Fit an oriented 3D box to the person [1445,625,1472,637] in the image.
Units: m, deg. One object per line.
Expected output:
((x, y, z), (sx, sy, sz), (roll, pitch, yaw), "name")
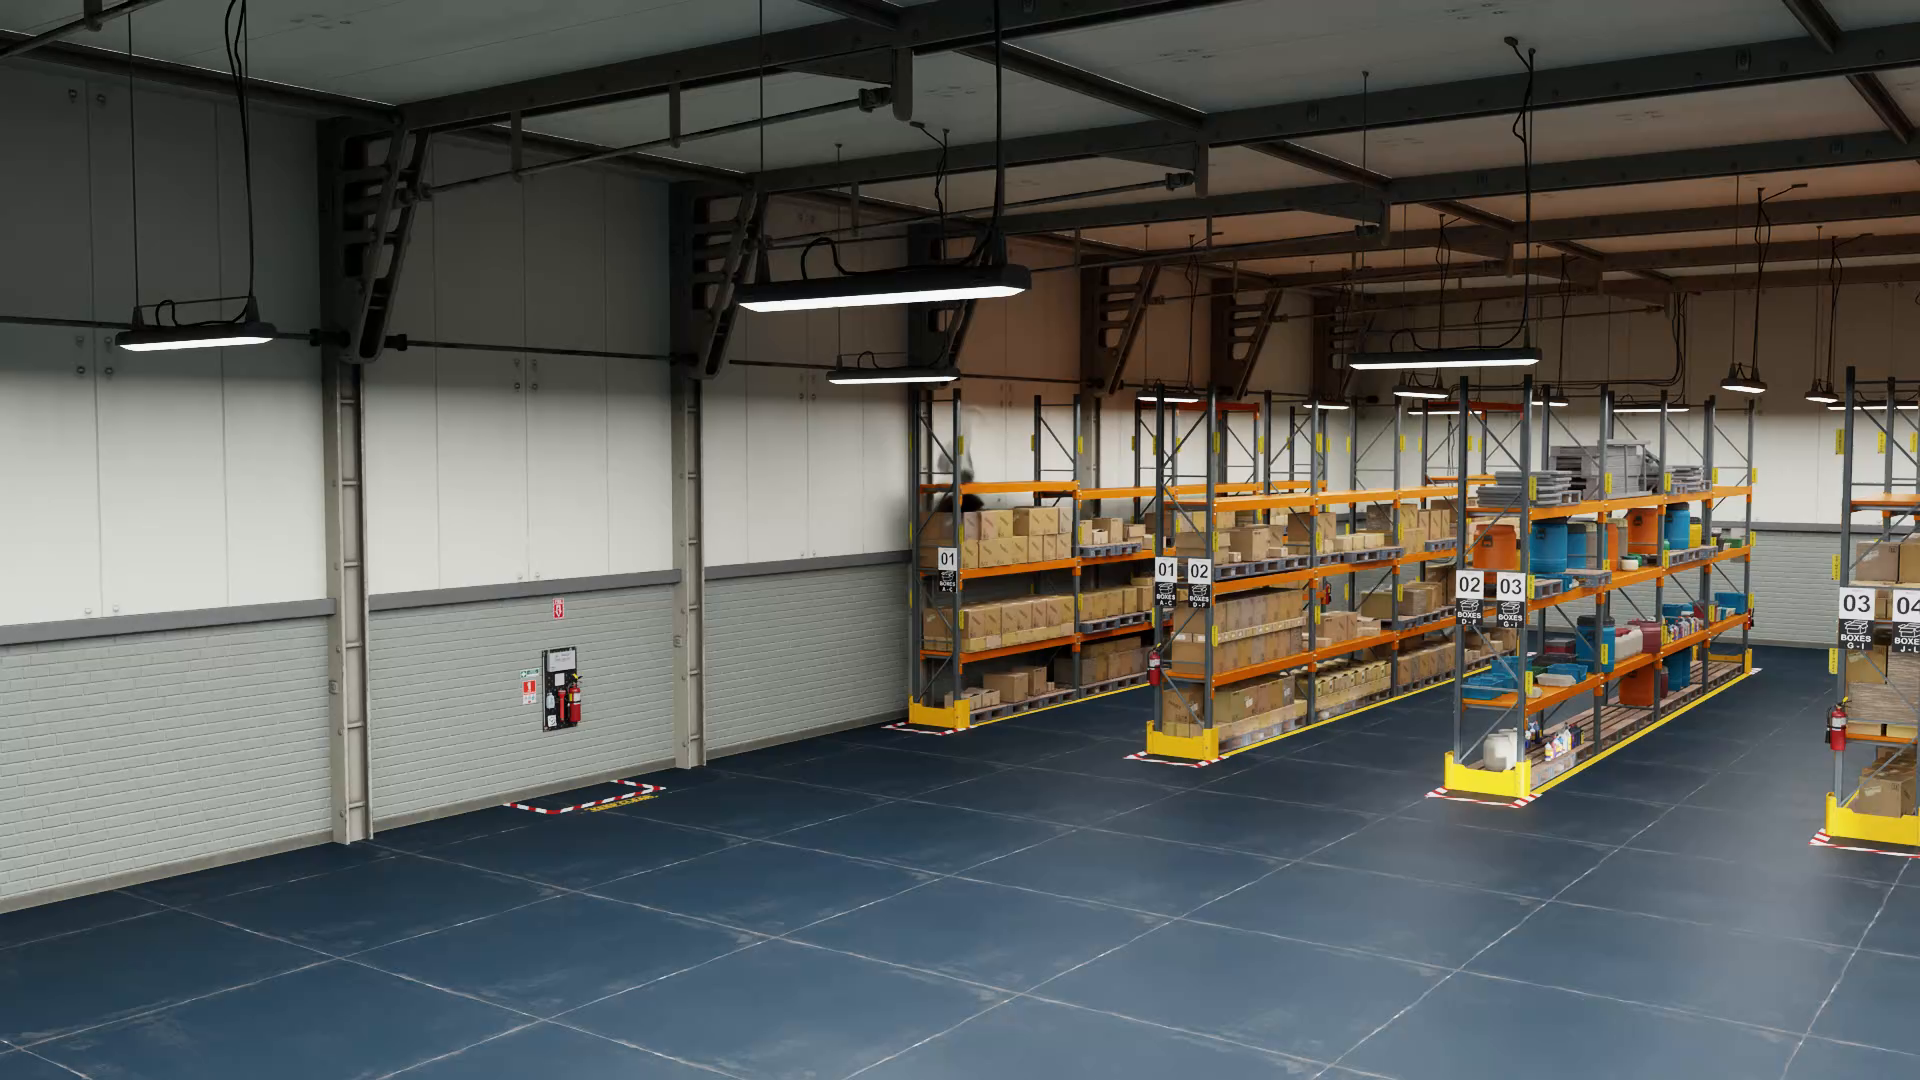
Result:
((12.614, 1.777, 41.718), (0.954, 1.713, 0.677), (3, 4, 43), "person")
